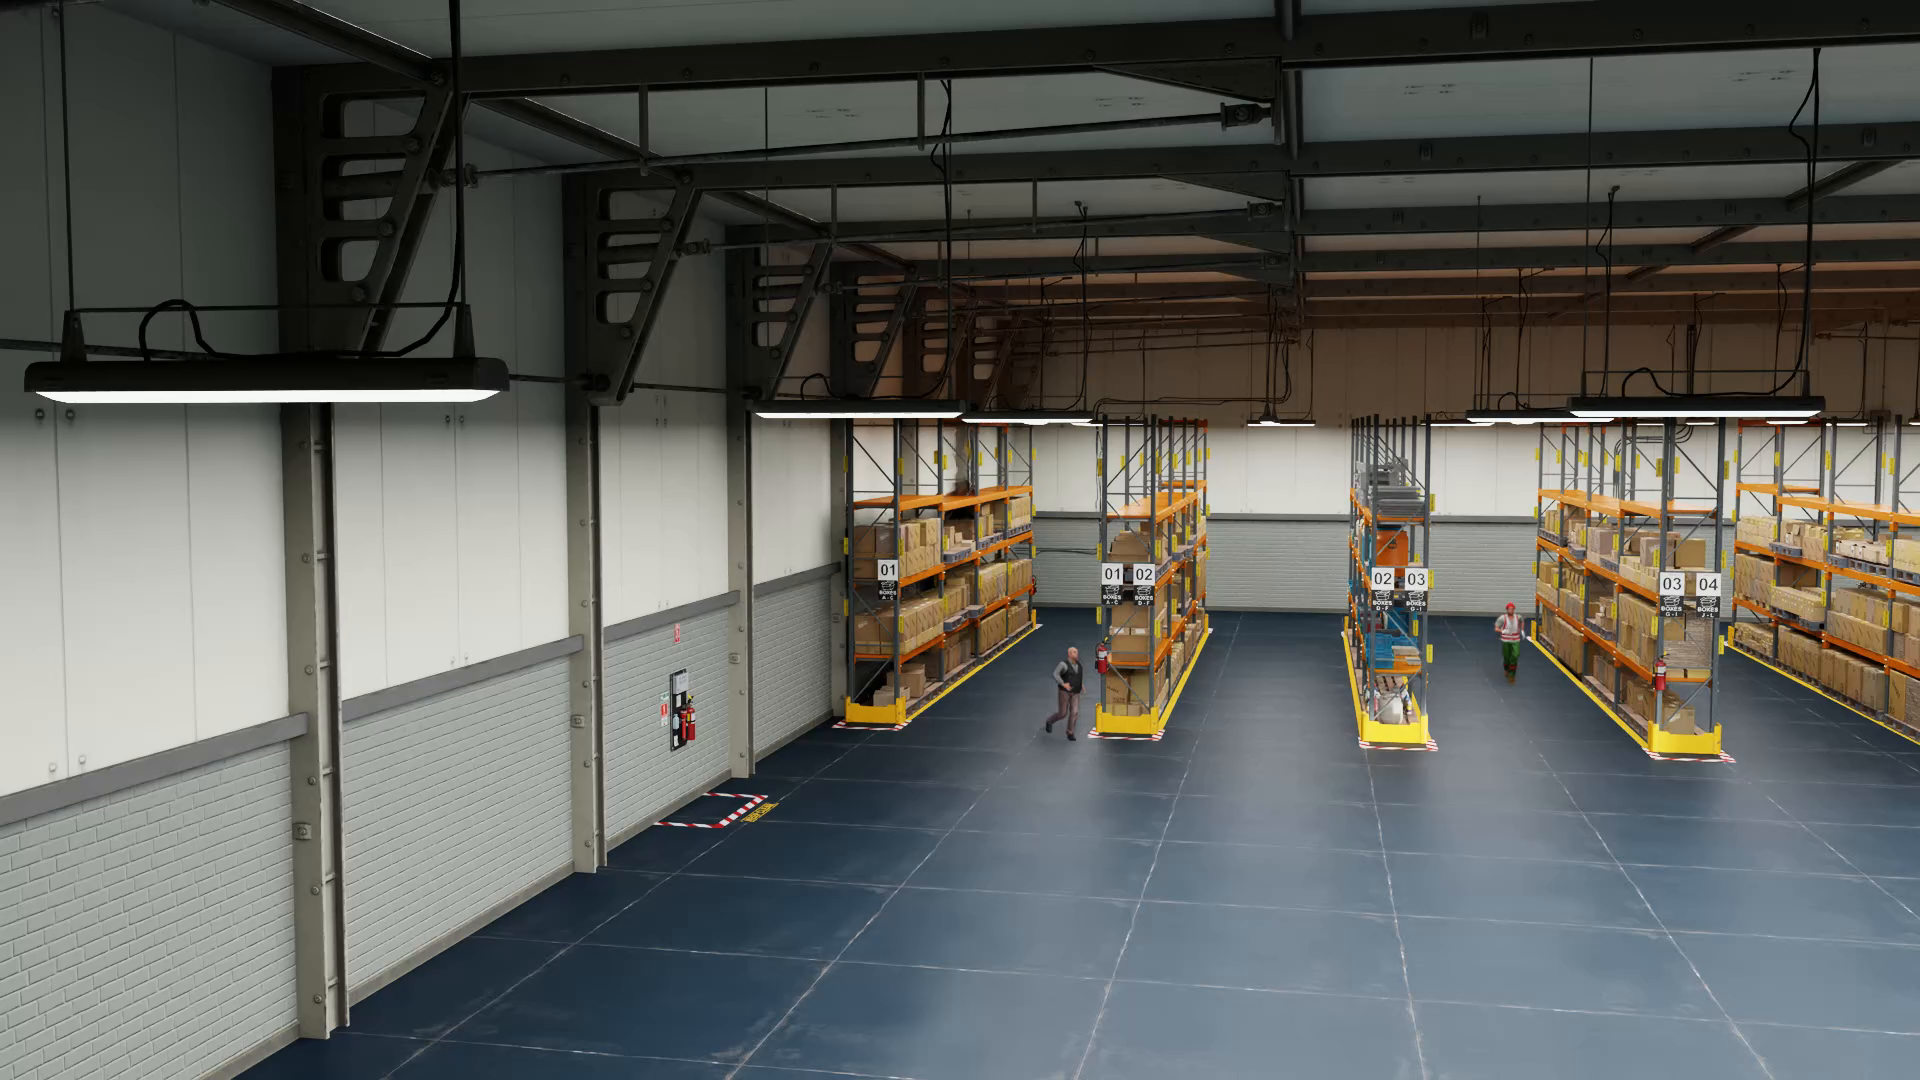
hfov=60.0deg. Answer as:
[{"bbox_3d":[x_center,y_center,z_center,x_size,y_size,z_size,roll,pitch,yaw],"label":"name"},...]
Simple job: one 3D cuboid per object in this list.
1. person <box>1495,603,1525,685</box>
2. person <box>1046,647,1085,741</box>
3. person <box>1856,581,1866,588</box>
[{"bbox_3d":[12.455,2.336,37.679,0.690,1.849,0.912,1,4,8],"label":"person"},{"bbox_3d":[2.058,2.829,30.793,0.714,1.676,0.891,-2,4,-29],"label":"person"},{"bbox_3d":[24.138,1.925,44.639,0.635,1.653,0.592,1,4,17],"label":"person"}]
